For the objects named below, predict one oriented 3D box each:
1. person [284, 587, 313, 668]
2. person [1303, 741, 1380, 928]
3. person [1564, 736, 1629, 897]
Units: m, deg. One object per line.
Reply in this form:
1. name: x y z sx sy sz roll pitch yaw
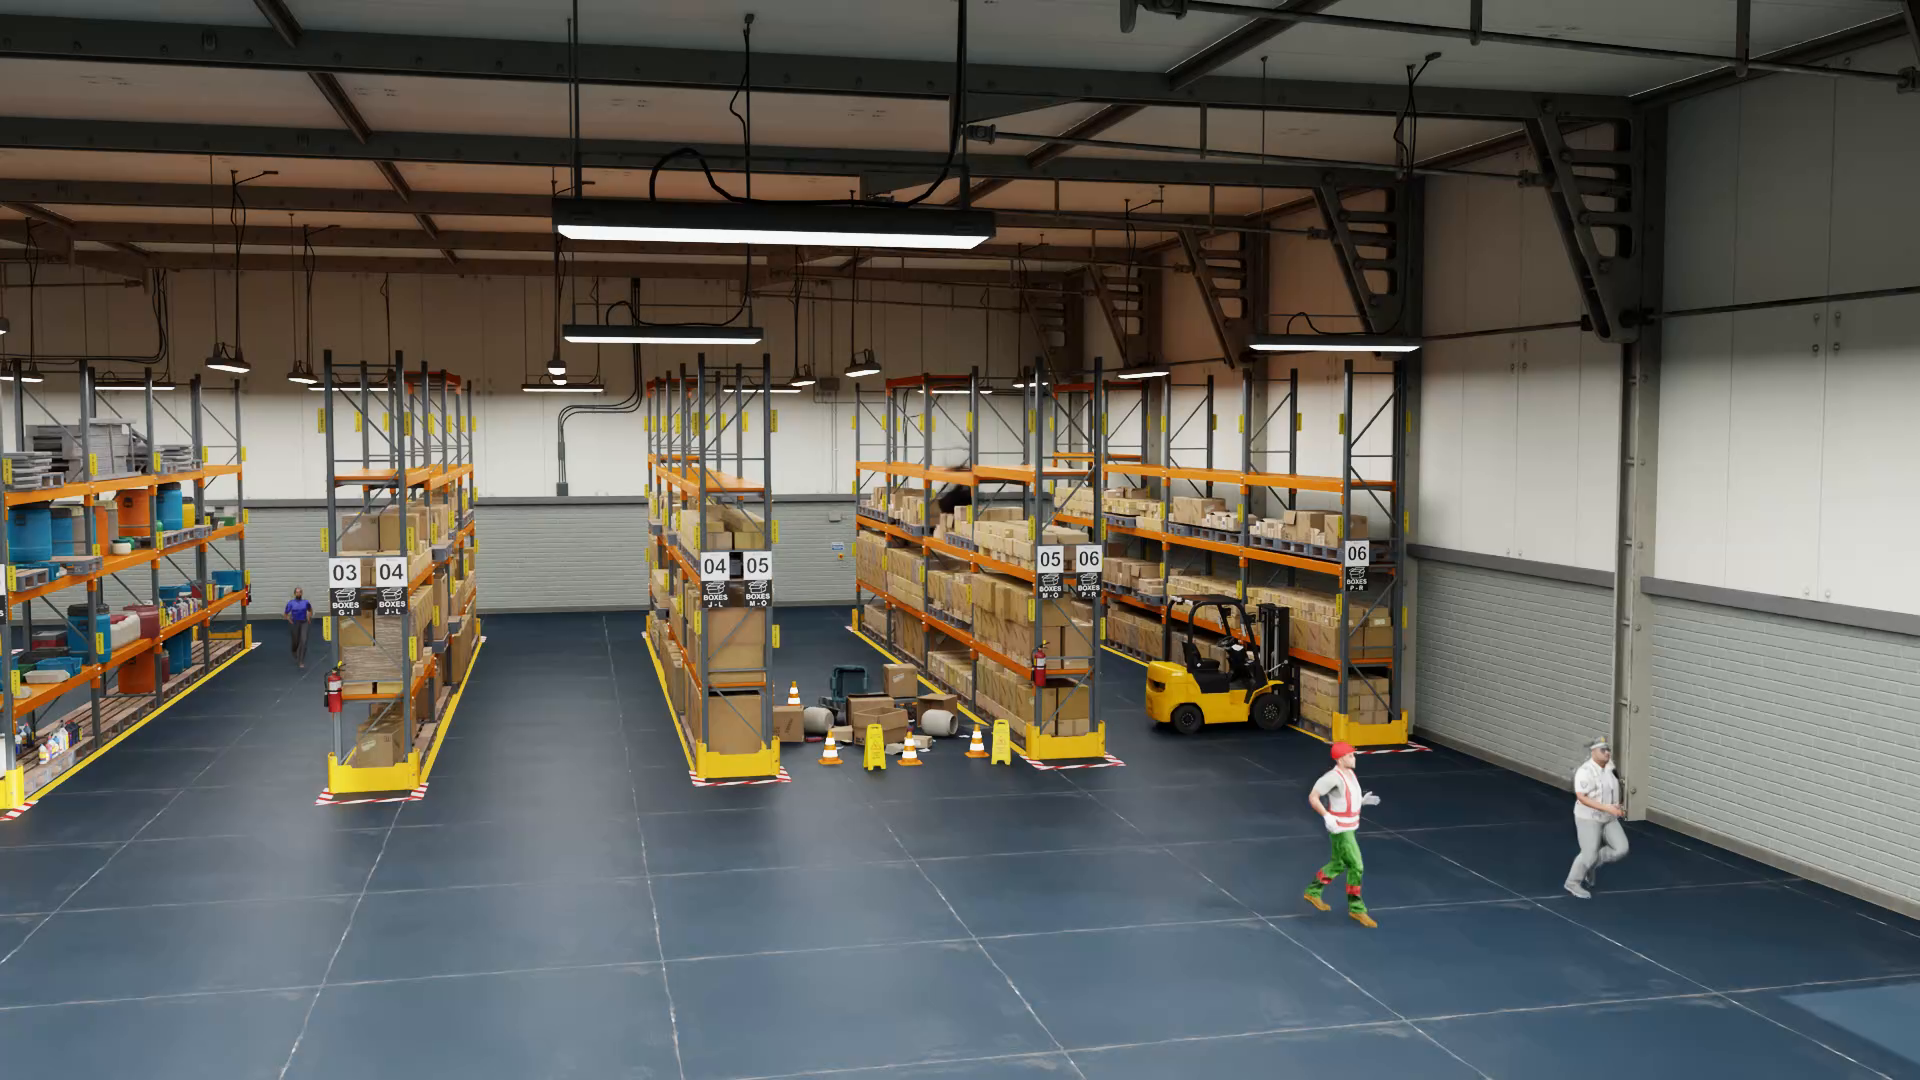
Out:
1. person: -13.716 1.798 34.520 0.579 1.638 0.764 -2 5 -30
2. person: 3.841 2.934 16.753 0.814 1.824 0.640 2 5 29
3. person: 6.758 2.915 17.537 0.688 1.745 0.718 -2 5 -29
